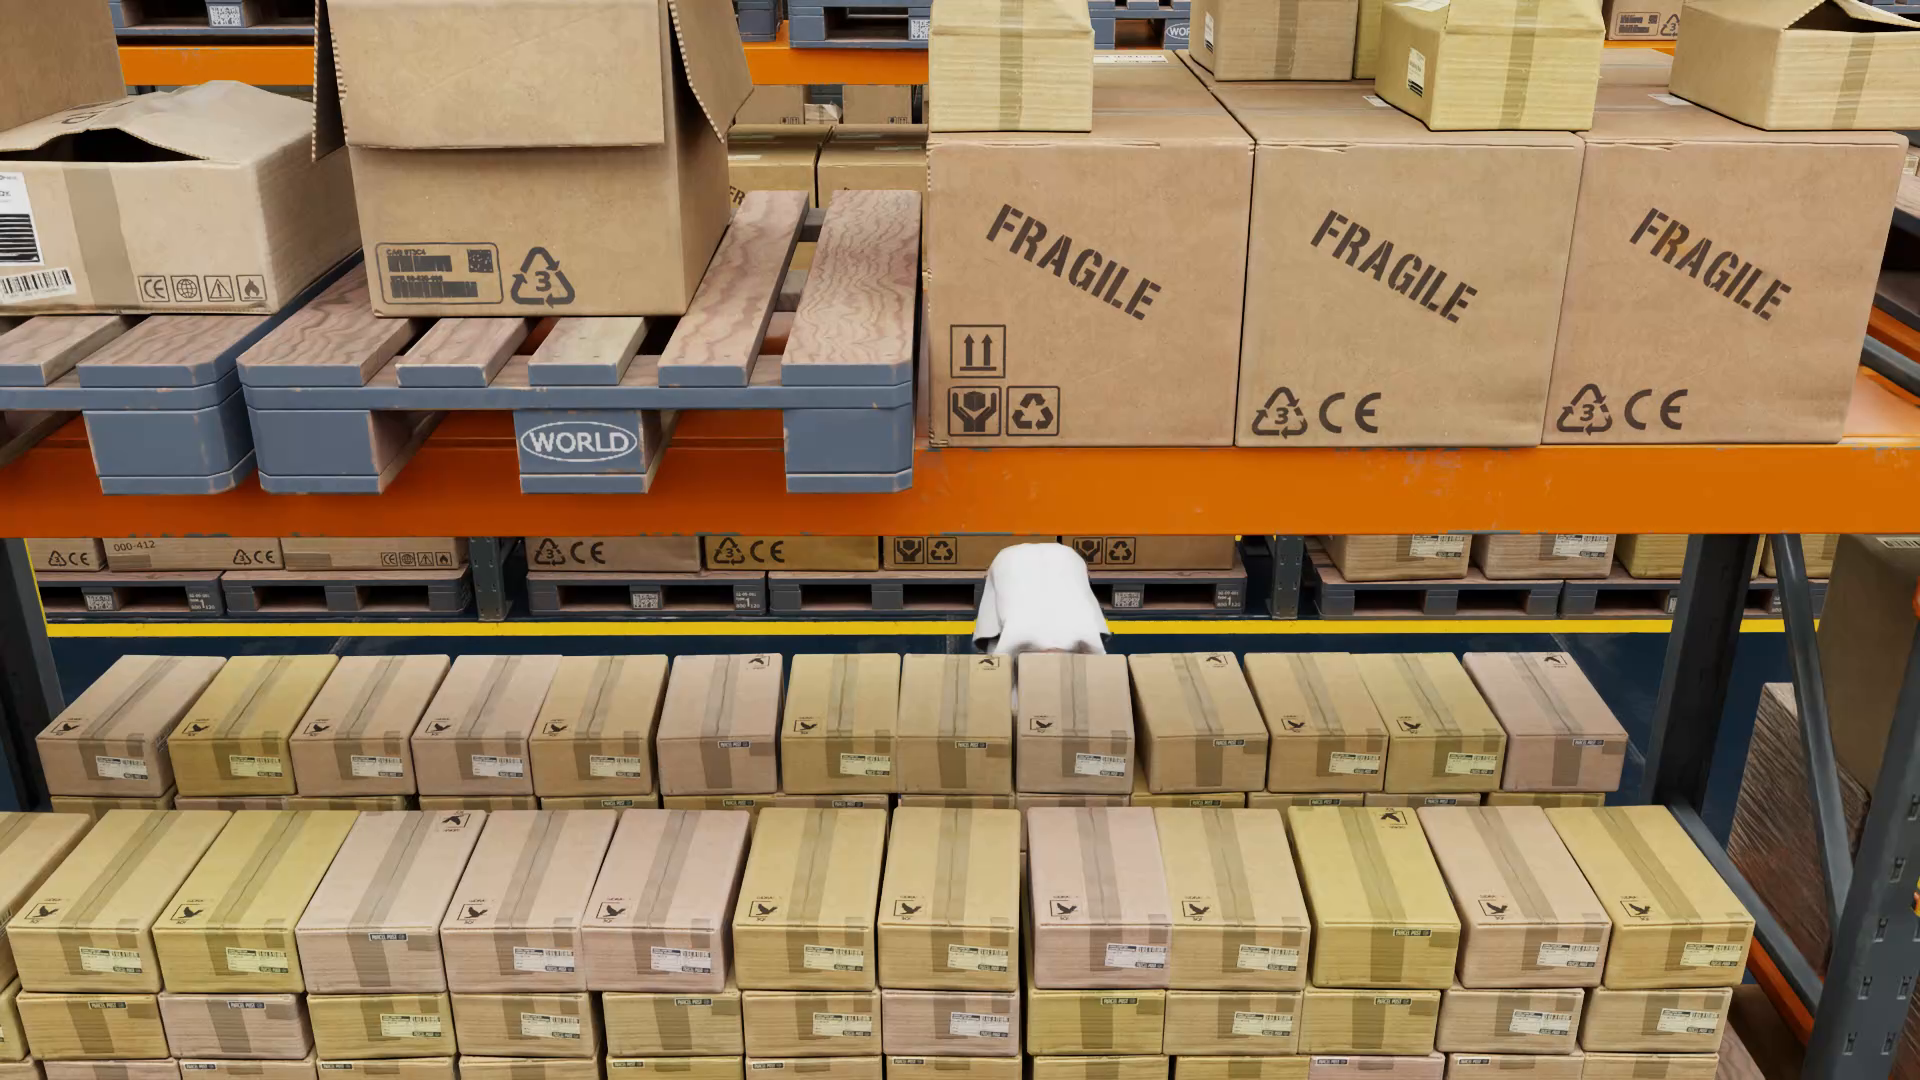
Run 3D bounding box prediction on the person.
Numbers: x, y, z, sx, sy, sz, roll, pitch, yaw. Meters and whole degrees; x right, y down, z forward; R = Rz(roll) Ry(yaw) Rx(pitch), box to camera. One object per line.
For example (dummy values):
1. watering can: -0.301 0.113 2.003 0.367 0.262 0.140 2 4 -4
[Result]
1. person: 0.349 0.561 6.811 0.588 0.995 0.943 -1 24 -3
